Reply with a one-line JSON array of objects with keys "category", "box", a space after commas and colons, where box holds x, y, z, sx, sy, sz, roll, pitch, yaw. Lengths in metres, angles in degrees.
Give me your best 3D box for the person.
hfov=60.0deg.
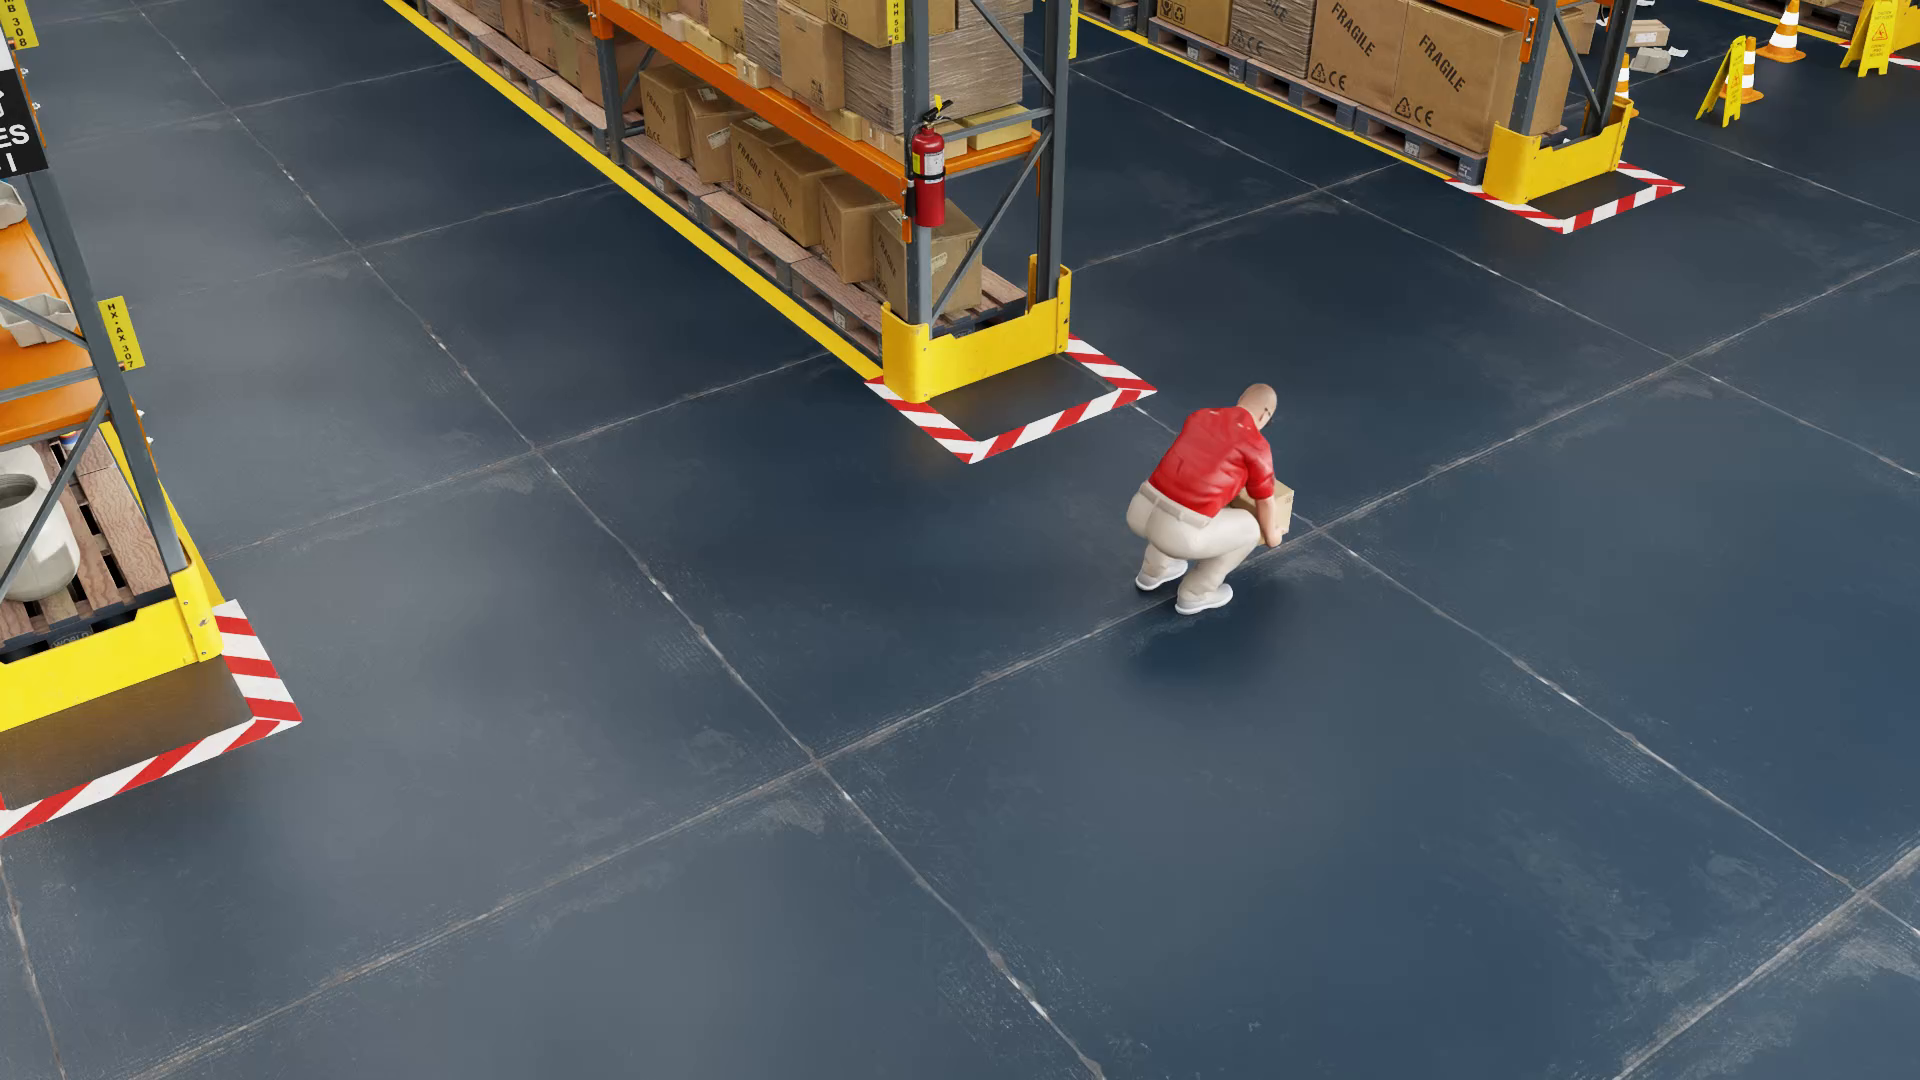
[{"category": "person", "box": [1.172, -0.183, 7.903, 0.853, 0.993, 0.525, -24, 42, -29]}]
